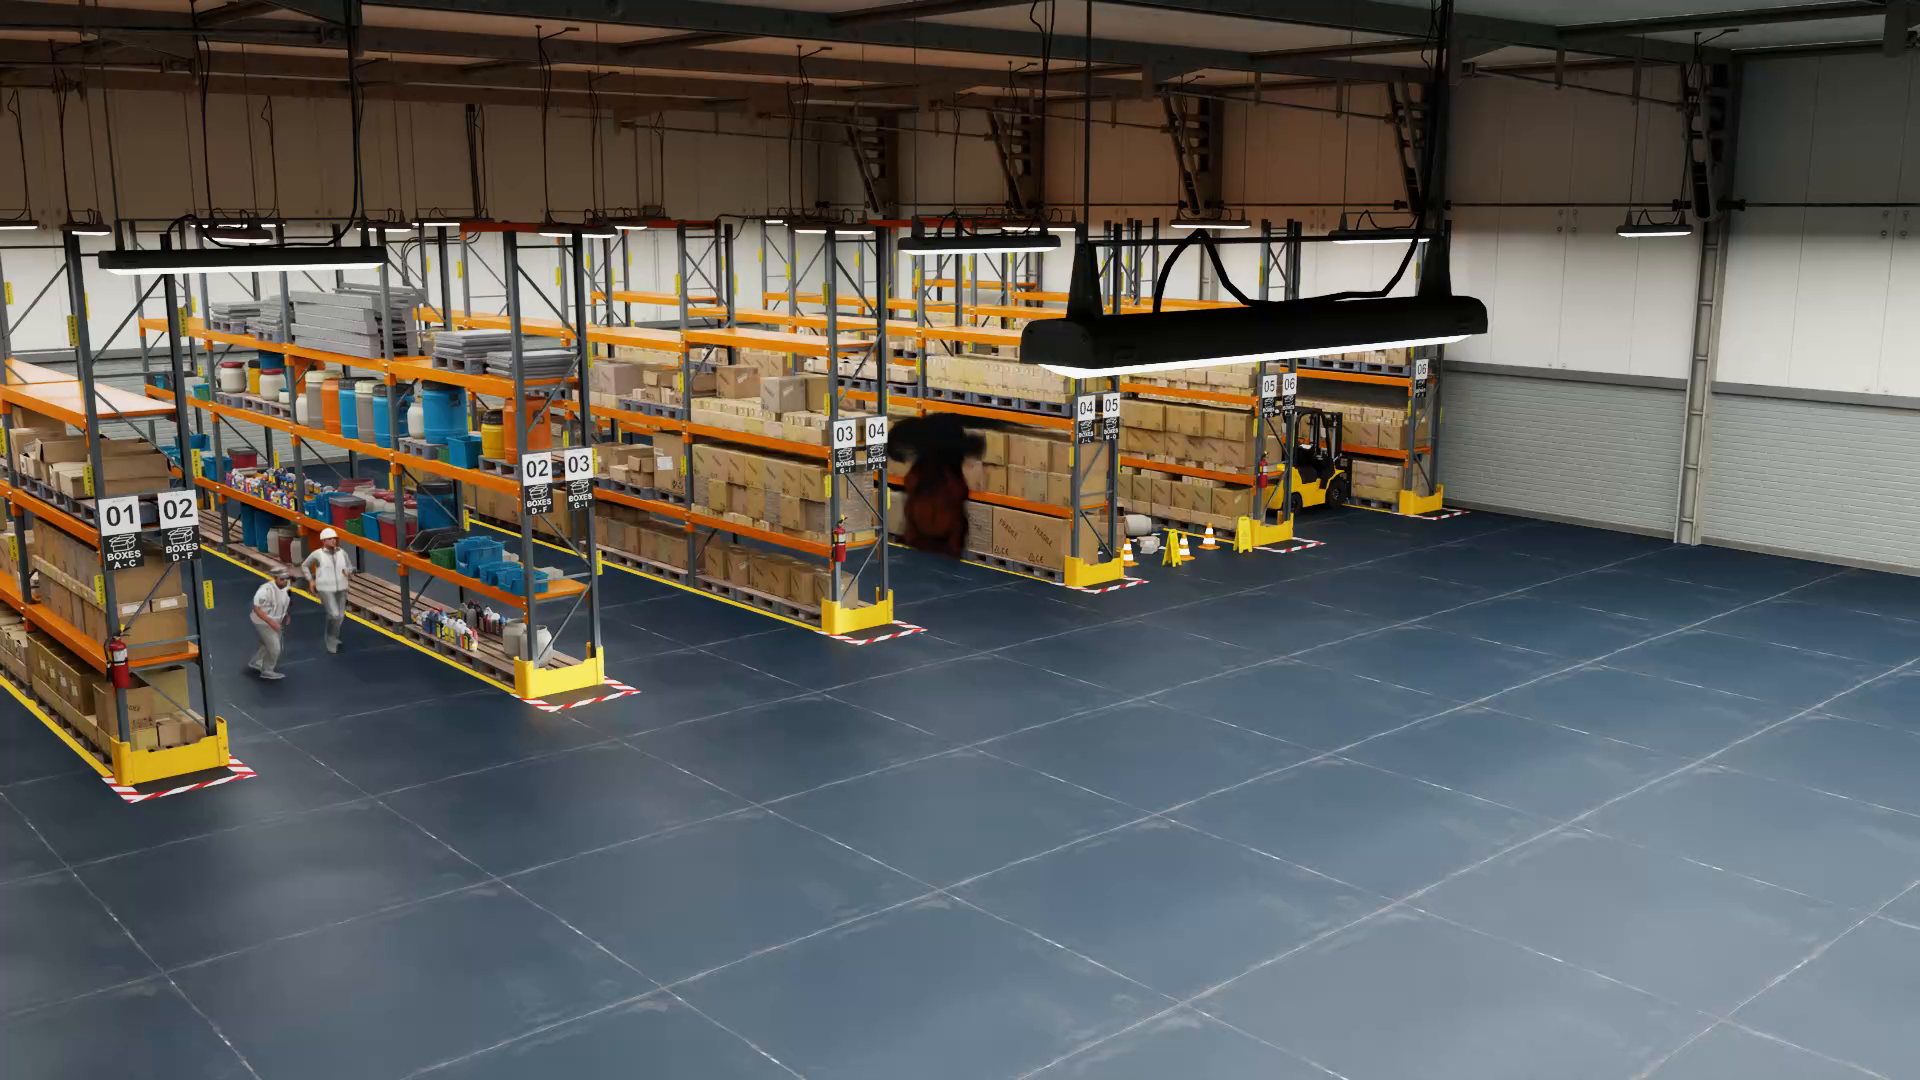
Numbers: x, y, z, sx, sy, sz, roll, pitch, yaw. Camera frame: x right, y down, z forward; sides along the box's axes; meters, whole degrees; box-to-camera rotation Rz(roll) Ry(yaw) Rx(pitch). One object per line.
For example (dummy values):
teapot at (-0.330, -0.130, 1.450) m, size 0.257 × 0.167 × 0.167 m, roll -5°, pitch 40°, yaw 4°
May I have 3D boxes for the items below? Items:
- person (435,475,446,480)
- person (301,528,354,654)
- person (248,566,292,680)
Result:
person at (-9.219, -0.346, 29.512) m, size 0.782 × 1.670 × 0.489 m, roll 9°, pitch 14°, yaw 37°
person at (-8.994, 0.727, 23.816) m, size 0.725 × 1.801 × 0.651 m, roll 11°, pitch 16°, yaw 43°
person at (-9.321, 1.099, 22.412) m, size 0.883 × 1.595 × 0.693 m, roll 2°, pitch 12°, yaw 10°
